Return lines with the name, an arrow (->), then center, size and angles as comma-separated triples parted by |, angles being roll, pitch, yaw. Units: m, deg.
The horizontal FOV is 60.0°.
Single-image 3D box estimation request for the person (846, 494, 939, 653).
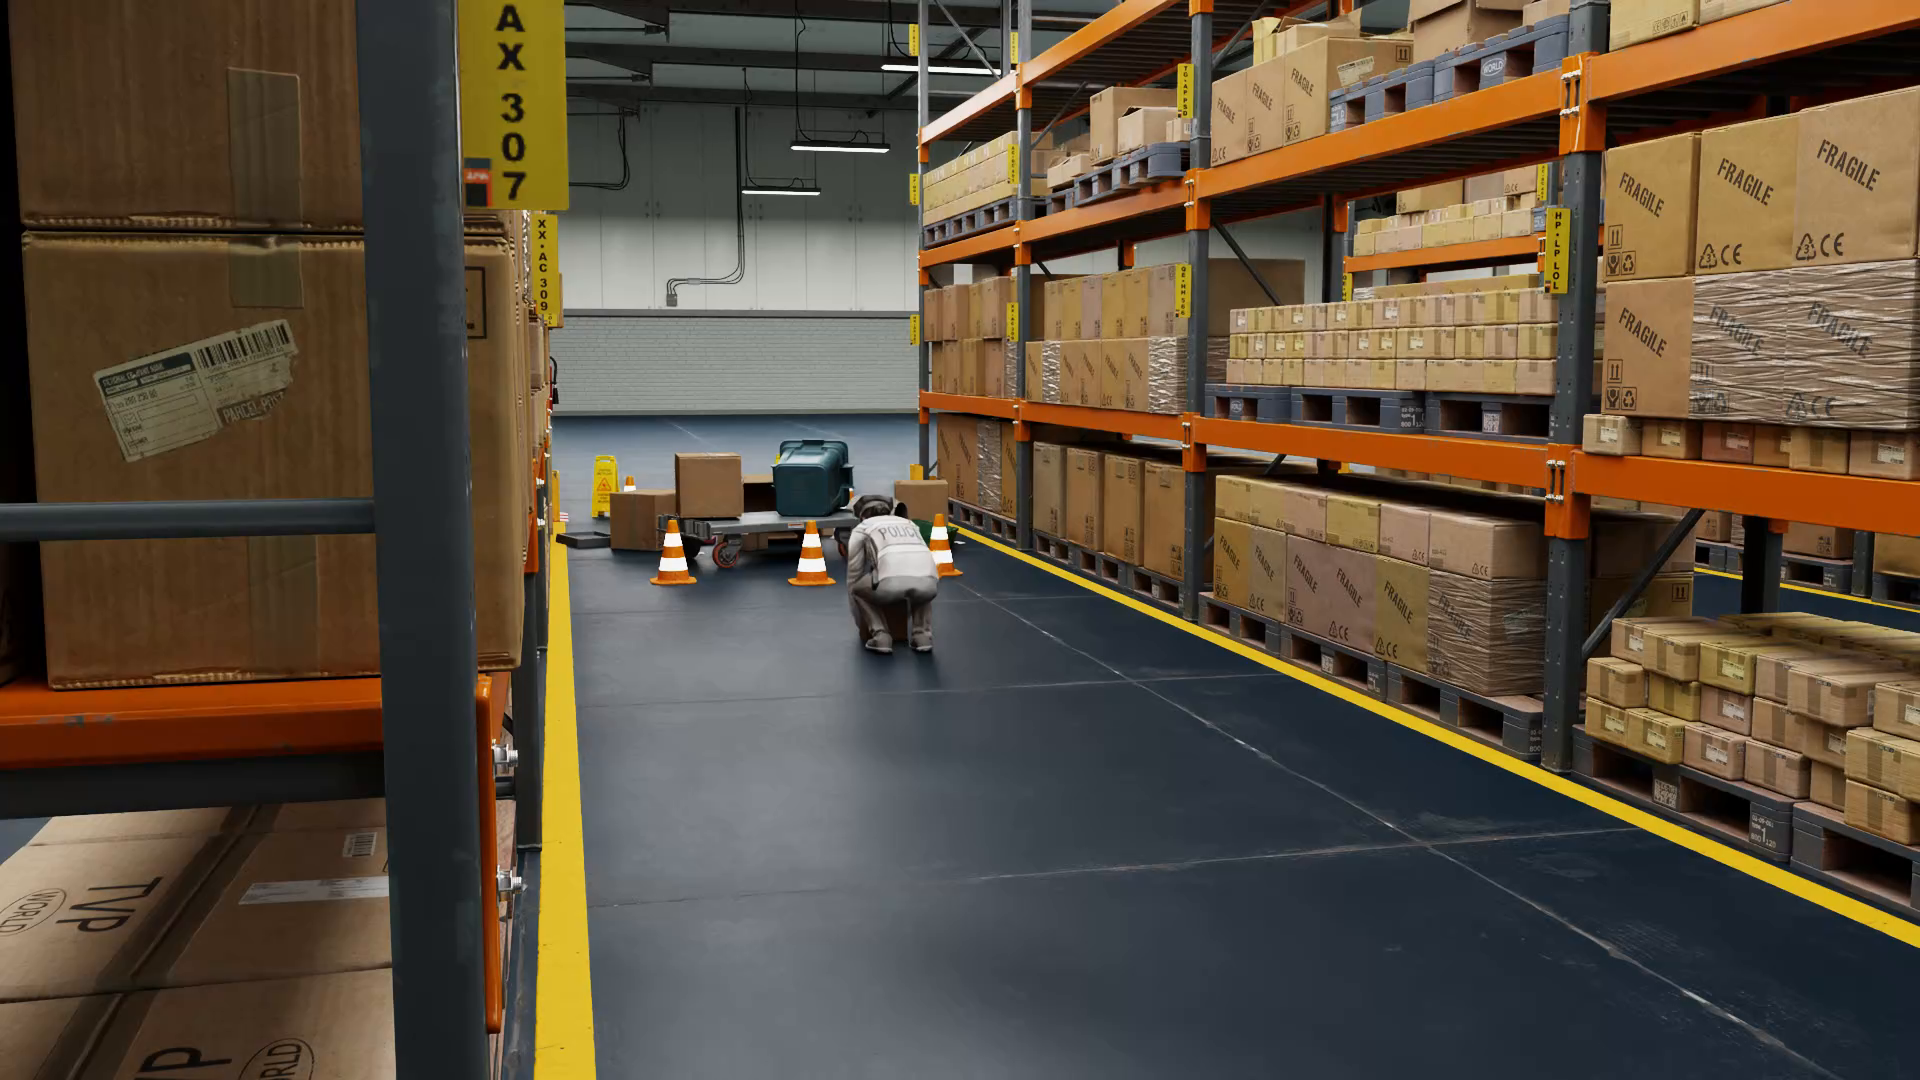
person -> -0.392, 0.189, 9.627 | 0.486, 0.876, 0.857 | -2, 6, -14
